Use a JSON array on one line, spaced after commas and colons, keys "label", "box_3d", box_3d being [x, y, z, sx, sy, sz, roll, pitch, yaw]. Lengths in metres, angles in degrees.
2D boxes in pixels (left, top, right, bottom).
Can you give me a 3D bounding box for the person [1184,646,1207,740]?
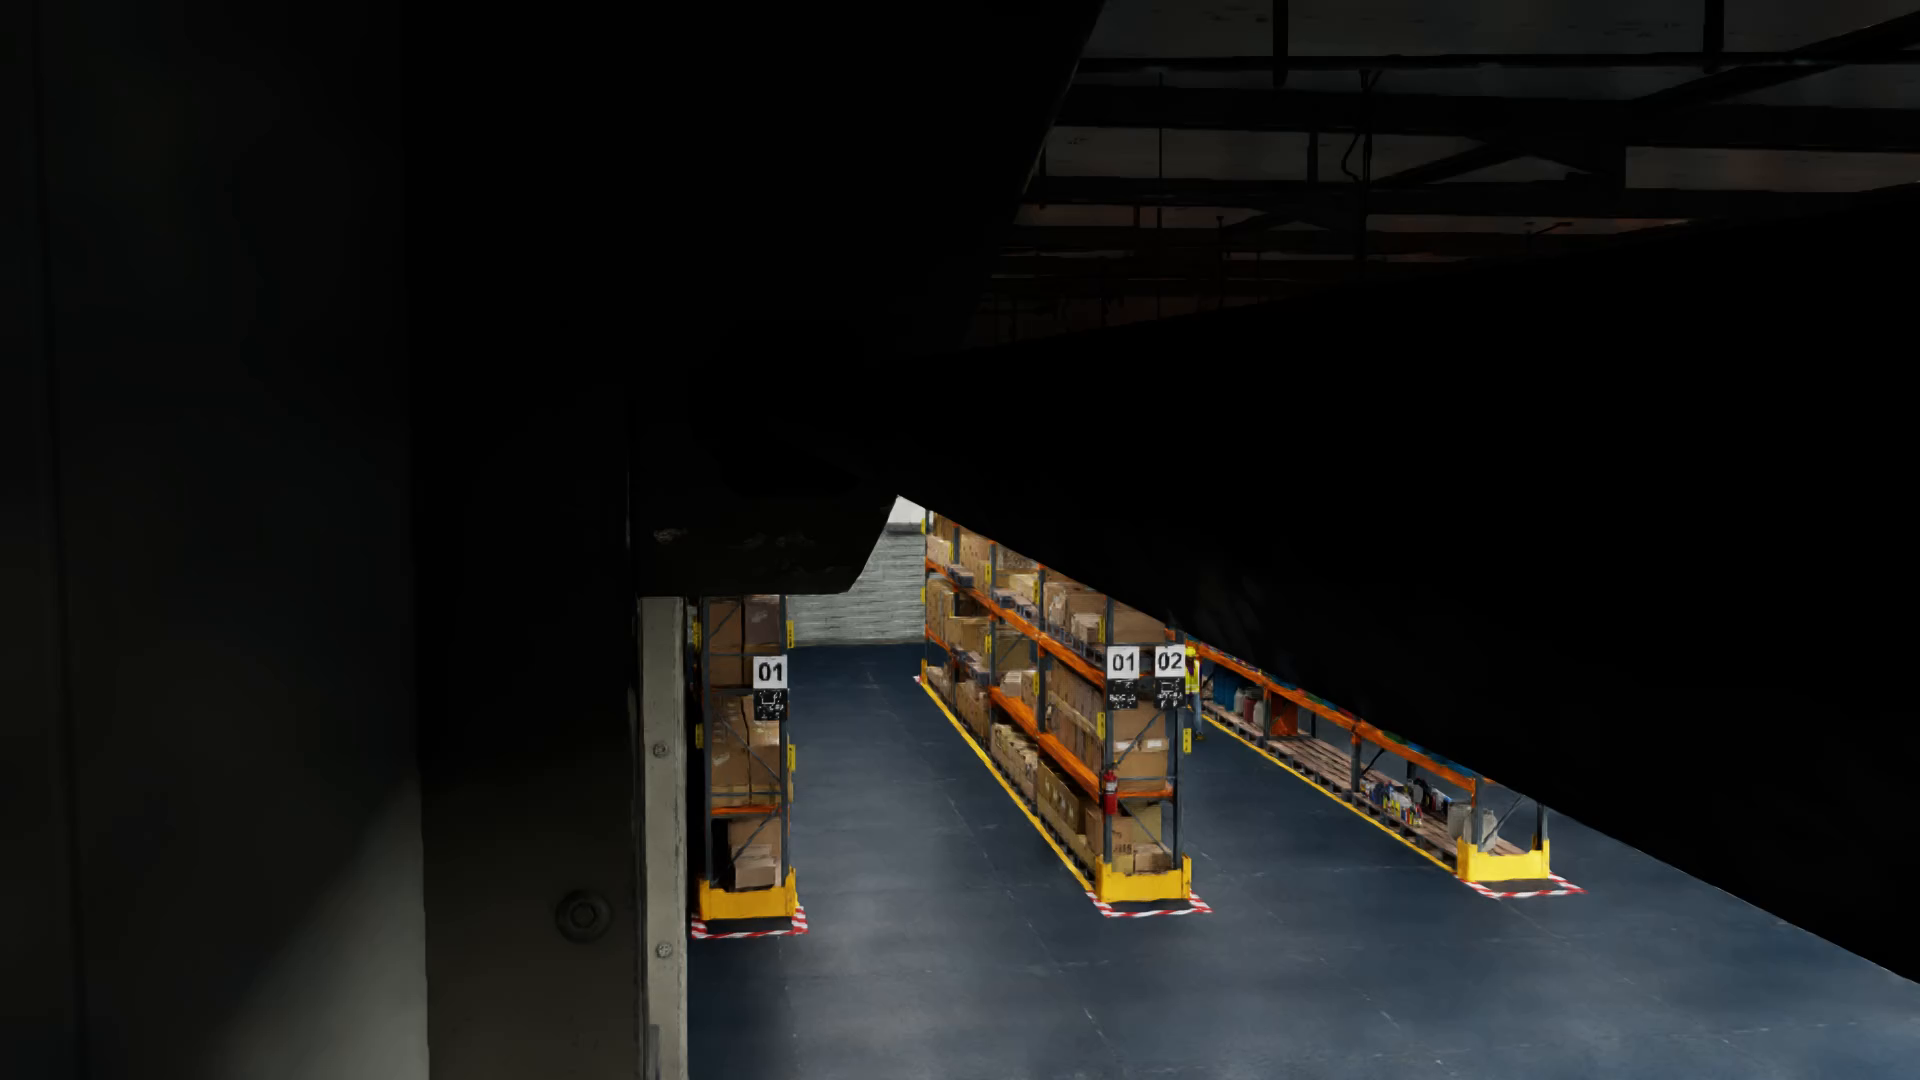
[{"label": "person", "box_3d": [4.198, 2.788, 30.574, 0.577, 1.690, 1.121, -1, 5, -7]}]
